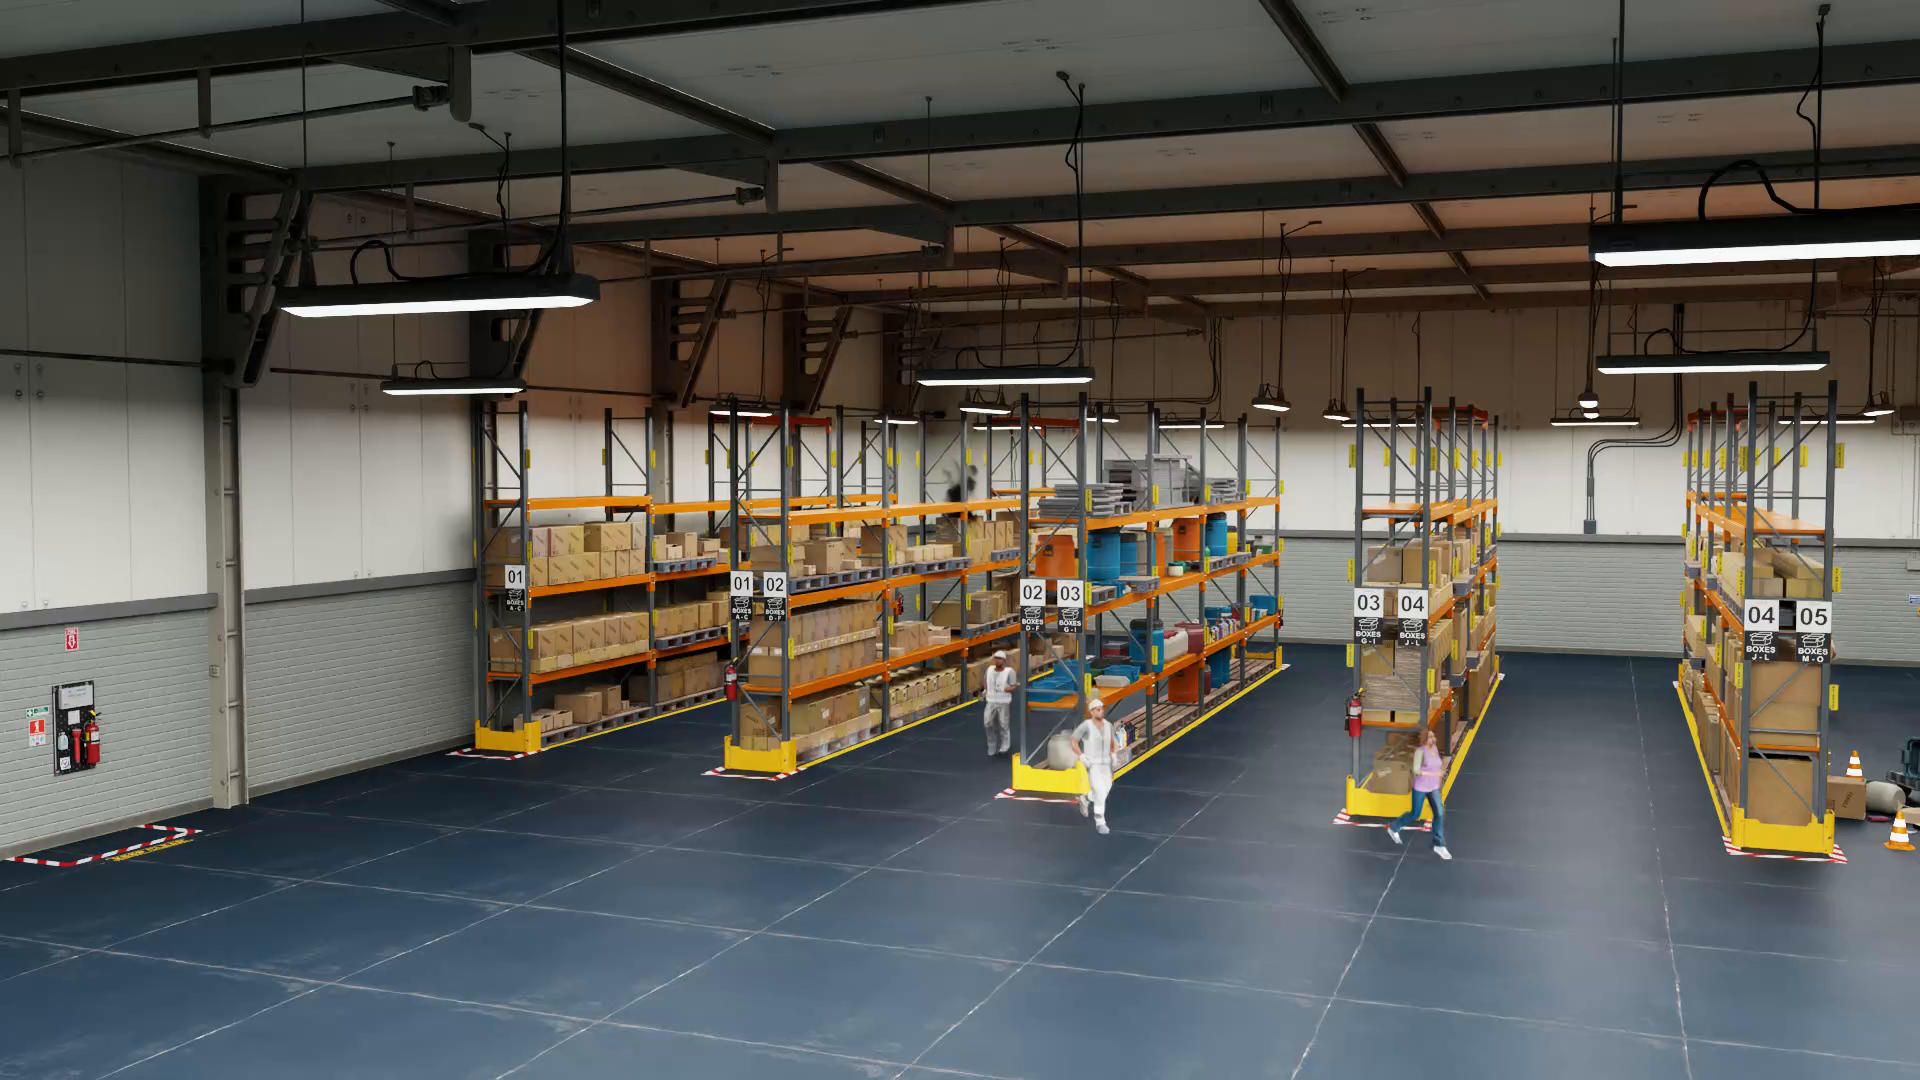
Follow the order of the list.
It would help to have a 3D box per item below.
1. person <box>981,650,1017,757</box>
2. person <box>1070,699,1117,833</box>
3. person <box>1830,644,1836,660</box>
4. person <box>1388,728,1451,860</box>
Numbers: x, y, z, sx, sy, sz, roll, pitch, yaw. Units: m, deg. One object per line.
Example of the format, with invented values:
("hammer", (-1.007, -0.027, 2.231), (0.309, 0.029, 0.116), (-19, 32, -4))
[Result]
("person", (0.635, 2.751, 27.938), (0.655, 1.786, 0.704), (1, 3, 17))
("person", (1.822, 3.035, 22.550), (0.692, 1.767, 0.785), (-2, 3, -33))
("person", (17.291, 2.553, 33.498), (0.588, 1.634, 0.793), (1, 3, 16))
("person", (5.859, 3.178, 21.079), (0.551, 1.608, 0.881), (-2, 3, -33))
